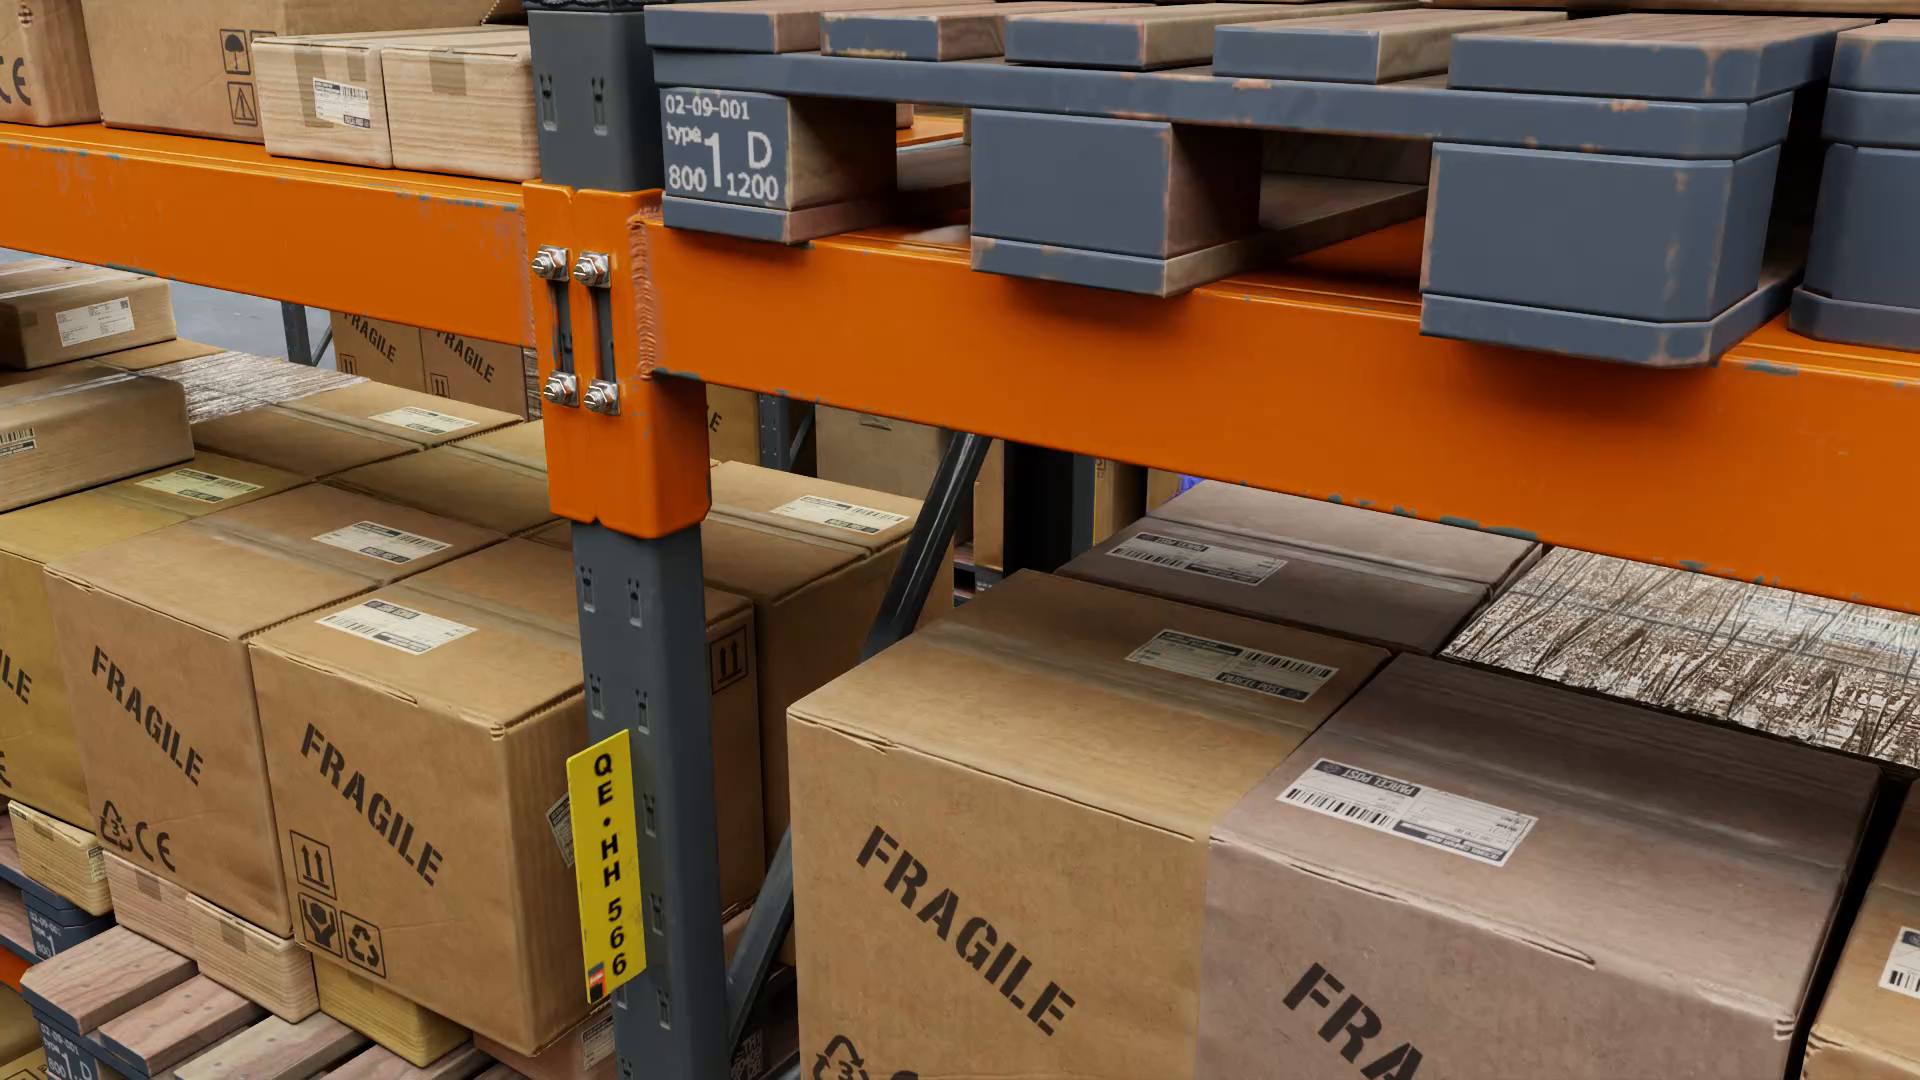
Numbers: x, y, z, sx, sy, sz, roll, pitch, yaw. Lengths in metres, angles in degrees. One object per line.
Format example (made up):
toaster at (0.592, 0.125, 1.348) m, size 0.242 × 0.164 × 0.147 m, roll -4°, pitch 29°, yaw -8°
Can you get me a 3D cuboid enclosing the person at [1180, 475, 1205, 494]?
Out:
person at (0.811, 0.180, 6.130) m, size 0.760 × 1.602 × 0.535 m, roll 17°, pitch 26°, yaw 39°
